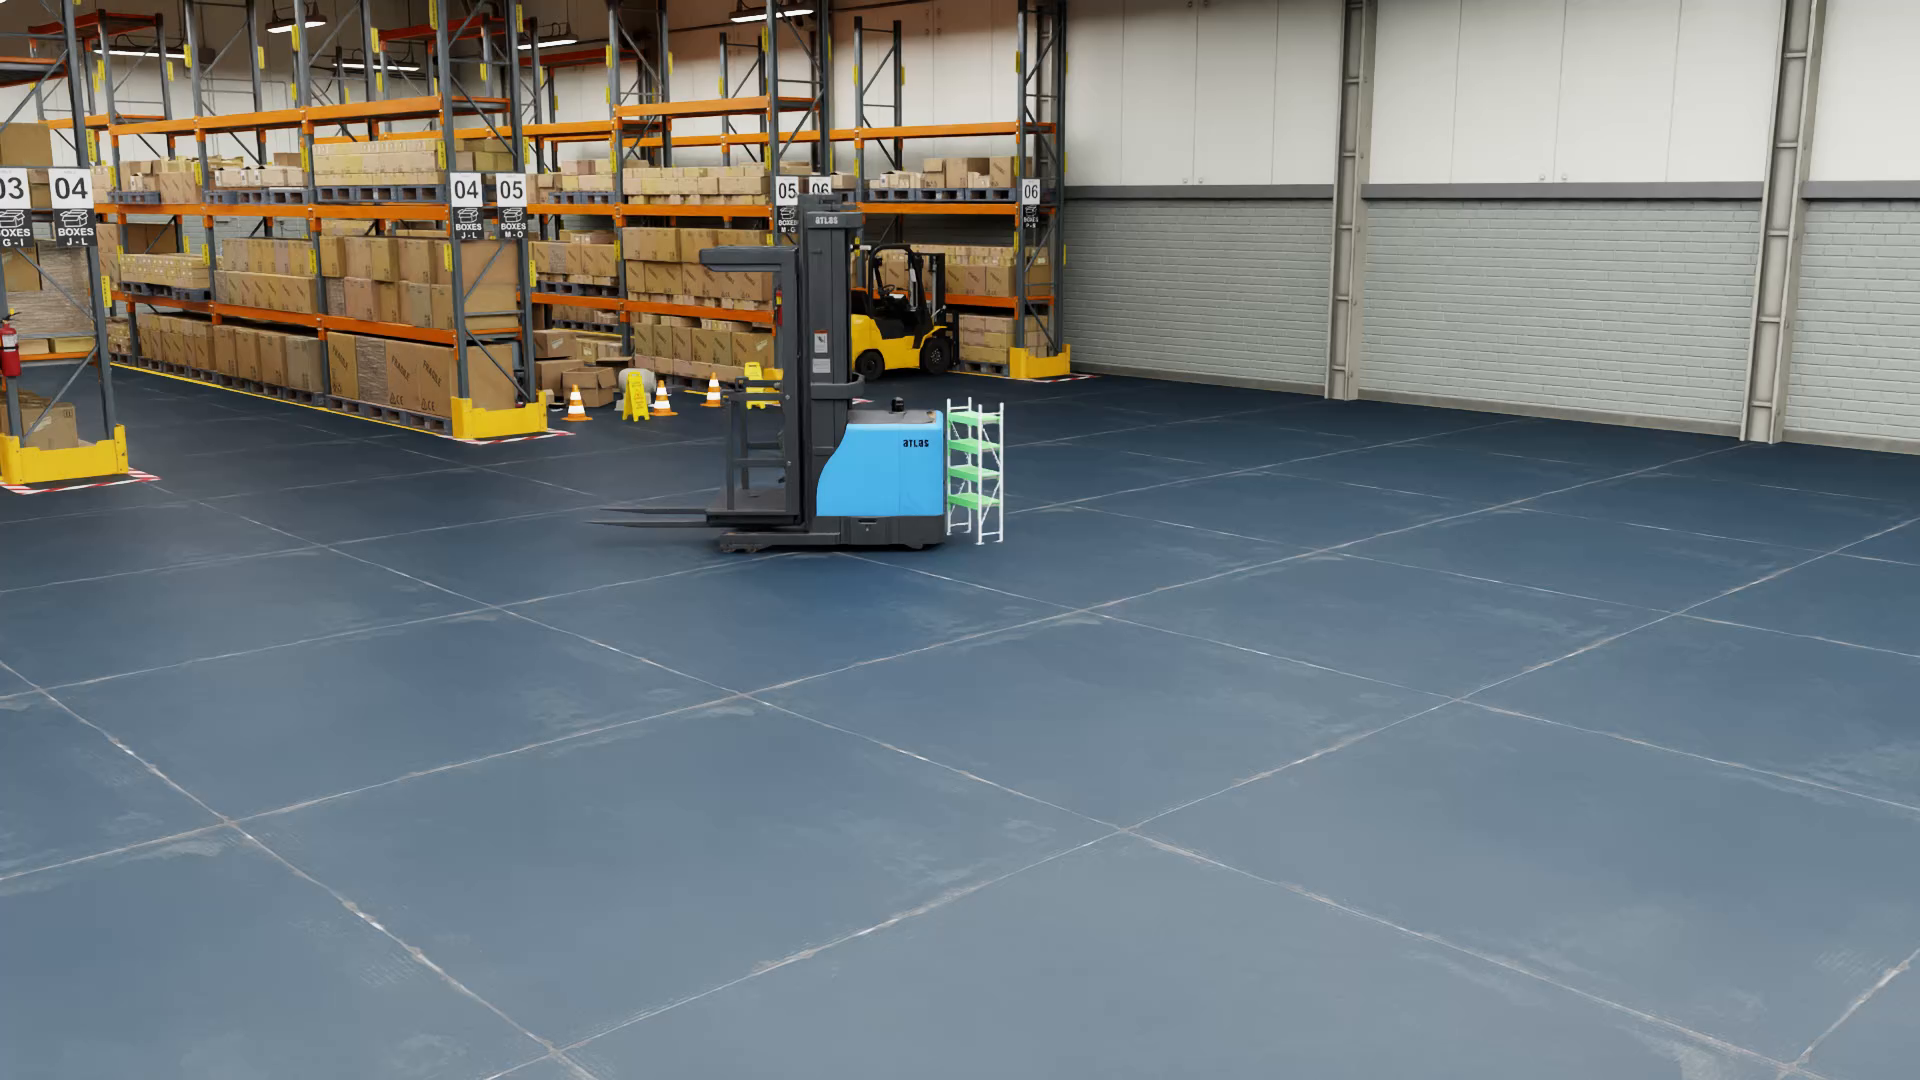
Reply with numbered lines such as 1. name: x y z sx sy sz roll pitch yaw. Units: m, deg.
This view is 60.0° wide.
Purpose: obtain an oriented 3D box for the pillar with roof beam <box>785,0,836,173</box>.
1. pillar with roof beam: -5.771 -7.645 29.219 9.100 9.000 0.548 -11 16 -43

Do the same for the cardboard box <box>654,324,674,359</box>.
1. cardboard box: -4.445 -3.122 26.044 0.500 0.500 0.500 -10 15 -40

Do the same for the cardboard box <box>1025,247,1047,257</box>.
1. cardboard box: 1.237 -4.795 27.660 0.380 0.149 0.250 -11 16 -44

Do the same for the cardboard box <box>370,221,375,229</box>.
1. cardboard box: -11.459 -6.246 32.961 0.380 0.149 0.250 -11 16 -43

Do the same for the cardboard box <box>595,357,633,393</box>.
1. cardboard box: -5.279 -2.526 25.429 0.500 0.500 0.500 -1 12 -4

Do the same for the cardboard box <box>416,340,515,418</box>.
1. cardboard box: -6.299 -2.062 21.211 0.875 0.875 0.875 -11 16 -42

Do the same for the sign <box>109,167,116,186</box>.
1. sign: -14.457 -6.204 28.377 0.100 0.325 0.005 -11 16 -43

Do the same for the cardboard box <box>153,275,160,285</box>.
1. cardboard box: -13.053 -4.293 27.395 0.250 0.149 0.380 11 16 43

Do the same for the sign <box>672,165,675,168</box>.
1. sign: -4.648 -5.895 26.874 0.100 0.325 0.005 -11 16 -43

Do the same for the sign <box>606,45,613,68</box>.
1. sign: -5.432 -7.491 25.762 0.100 0.325 0.005 -11 16 -43

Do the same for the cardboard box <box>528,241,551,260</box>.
1. cardboard box: -7.289 -4.907 28.768 0.500 0.500 0.500 -10 15 -40

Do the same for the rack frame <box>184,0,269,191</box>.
1. rack frame: -11.308 -6.913 25.665 1.000 3.000 0.127 -11 16 -43

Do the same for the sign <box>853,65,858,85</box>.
1. sign: -1.832 -8.145 29.134 0.100 0.325 0.005 -11 16 -43

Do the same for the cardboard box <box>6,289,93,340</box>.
1. cardboard box: -9.800 -2.410 17.688 0.875 0.500 0.500 -11 16 -43

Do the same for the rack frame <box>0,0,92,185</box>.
1. rack frame: -9.440 -5.069 16.715 1.000 3.000 0.127 -11 16 -43

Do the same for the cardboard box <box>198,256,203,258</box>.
1. cardboard box: -12.396 -4.635 27.582 0.380 0.149 0.250 -10 15 -41

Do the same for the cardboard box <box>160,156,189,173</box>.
1. cardboard box: -12.678 -6.076 26.889 0.396 0.266 0.258 -11 16 -43

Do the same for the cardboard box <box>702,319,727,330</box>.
1. cardboard box: -3.669 -3.256 25.091 0.380 0.149 0.250 -10 15 -40

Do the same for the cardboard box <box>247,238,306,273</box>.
1. cardboard box: -10.299 -4.298 25.116 0.700 0.500 0.500 -11 16 -43

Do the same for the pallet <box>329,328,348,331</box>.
1. pallet: -12.713 -4.375 35.125 1.003 0.211 1.213 -11 16 -43

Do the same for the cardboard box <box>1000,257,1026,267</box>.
1. cardboard box: 0.873 -4.582 27.364 0.380 0.149 0.250 -11 16 -42

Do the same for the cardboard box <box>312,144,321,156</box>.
1. cardboard box: -8.540 -5.282 22.539 0.380 0.149 0.250 -11 16 -42

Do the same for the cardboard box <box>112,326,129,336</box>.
1. cardboard box: -14.886 -3.742 29.691 0.380 0.149 0.250 -11 16 -43

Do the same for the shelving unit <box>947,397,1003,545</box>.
1. shelving unit: 0.128 -0.603 14.363 0.258 1.200 0.503 -8 14 -32

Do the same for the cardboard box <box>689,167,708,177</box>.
1. cardboard box: -3.803 -5.476 24.769 0.380 0.149 0.250 -10 16 -41

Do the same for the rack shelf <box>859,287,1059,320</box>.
1. rack shelf: -0.066 -4.144 28.873 1.077 0.370 4.000 -11 16 -43

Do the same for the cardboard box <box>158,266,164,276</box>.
1. cardboard box: -12.871 -4.400 27.178 0.380 0.149 0.250 -10 16 -41

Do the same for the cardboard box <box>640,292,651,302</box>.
1. cardboard box: -4.838 -3.852 26.298 0.380 0.149 0.250 -10 15 -41

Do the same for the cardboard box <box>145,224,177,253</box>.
1. cardboard box: -14.205 -5.343 29.448 0.500 0.500 0.500 -10 16 -41

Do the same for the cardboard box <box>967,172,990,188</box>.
1. cardboard box: 0.348 -5.978 27.603 0.396 0.266 0.258 -11 16 -42

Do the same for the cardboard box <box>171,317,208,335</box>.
1. cardboard box: -12.666 -3.535 27.433 0.500 0.250 0.500 -10 16 -41

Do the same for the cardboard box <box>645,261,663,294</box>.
1. cardboard box: -4.569 -4.117 25.977 0.500 0.500 0.500 -11 16 -43

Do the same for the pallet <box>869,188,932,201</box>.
1. pallet: -0.840 -6.093 29.336 1.003 0.211 1.213 -11 16 -43

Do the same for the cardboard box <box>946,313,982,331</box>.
1. cardboard box: 0.059 -3.722 28.341 0.500 0.250 0.500 -11 16 -42

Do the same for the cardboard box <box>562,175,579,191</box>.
1. cardboard box: -6.240 -5.911 27.566 0.500 0.250 0.500 -11 16 -42

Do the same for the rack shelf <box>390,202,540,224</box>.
1. rack shelf: -9.179 -6.088 30.877 1.077 0.370 4.000 -11 16 -43

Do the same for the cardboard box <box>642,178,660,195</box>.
1. cardboard box: -4.566 -5.461 25.683 0.500 0.250 0.500 -11 16 -43

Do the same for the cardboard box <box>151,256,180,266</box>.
1. cardboard box: -13.048 -4.584 27.333 0.380 0.149 0.250 -10 15 -41

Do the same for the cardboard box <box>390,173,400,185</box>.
1. cardboard box: -6.961 -4.558 21.001 0.380 0.149 0.250 -11 16 -43

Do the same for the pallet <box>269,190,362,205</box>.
1. pallet: -9.214 -4.893 23.770 1.217 0.209 0.805 11 16 43

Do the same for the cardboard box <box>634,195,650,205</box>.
1. cardboard box: -4.859 -5.316 25.968 0.380 0.149 0.250 -11 16 -42

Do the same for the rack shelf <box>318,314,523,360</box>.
1. rack shelf: -7.164 -2.747 22.093 1.077 0.370 4.000 -11 16 -43

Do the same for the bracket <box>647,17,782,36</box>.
1. bracket: -4.980 -10.395 33.647 0.076 0.066 4.783 -11 16 -43

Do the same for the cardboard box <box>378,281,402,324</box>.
1. cardboard box: -7.159 -3.177 22.025 0.875 0.550 0.500 -11 16 -43

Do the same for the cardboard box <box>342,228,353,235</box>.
1. cardboard box: -12.128 -6.055 33.640 0.500 0.500 0.500 -11 16 -42

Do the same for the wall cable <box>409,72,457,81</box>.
1. wall cable: -12.706 -13.204 42.415 2.988 3.039 0.133 -11 16 -43

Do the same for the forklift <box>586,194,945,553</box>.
1. forklift: -1.647 -1.437 14.121 3.031 2.935 1.130 0 12 0

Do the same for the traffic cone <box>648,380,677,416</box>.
1. traffic cone: -4.071 -1.948 22.720 0.336 0.463 0.334 -11 16 -43

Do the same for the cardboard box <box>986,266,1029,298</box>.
1. cardboard box: 0.785 -4.288 27.544 0.500 0.500 0.500 -11 16 -44

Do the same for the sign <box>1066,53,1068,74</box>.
1. sign: 1.720 -7.754 27.039 0.100 0.325 0.005 -11 16 -43

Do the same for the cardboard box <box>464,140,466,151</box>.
1. cardboard box: -6.133 -4.966 21.004 0.380 0.149 0.250 -11 16 -43

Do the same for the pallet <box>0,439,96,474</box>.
1. pallet: -10.028 -0.900 18.255 1.003 0.211 1.213 -11 16 -43

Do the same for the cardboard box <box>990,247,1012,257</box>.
1. cardboard box: 0.722 -4.771 27.543 0.380 0.149 0.250 -11 16 -42
